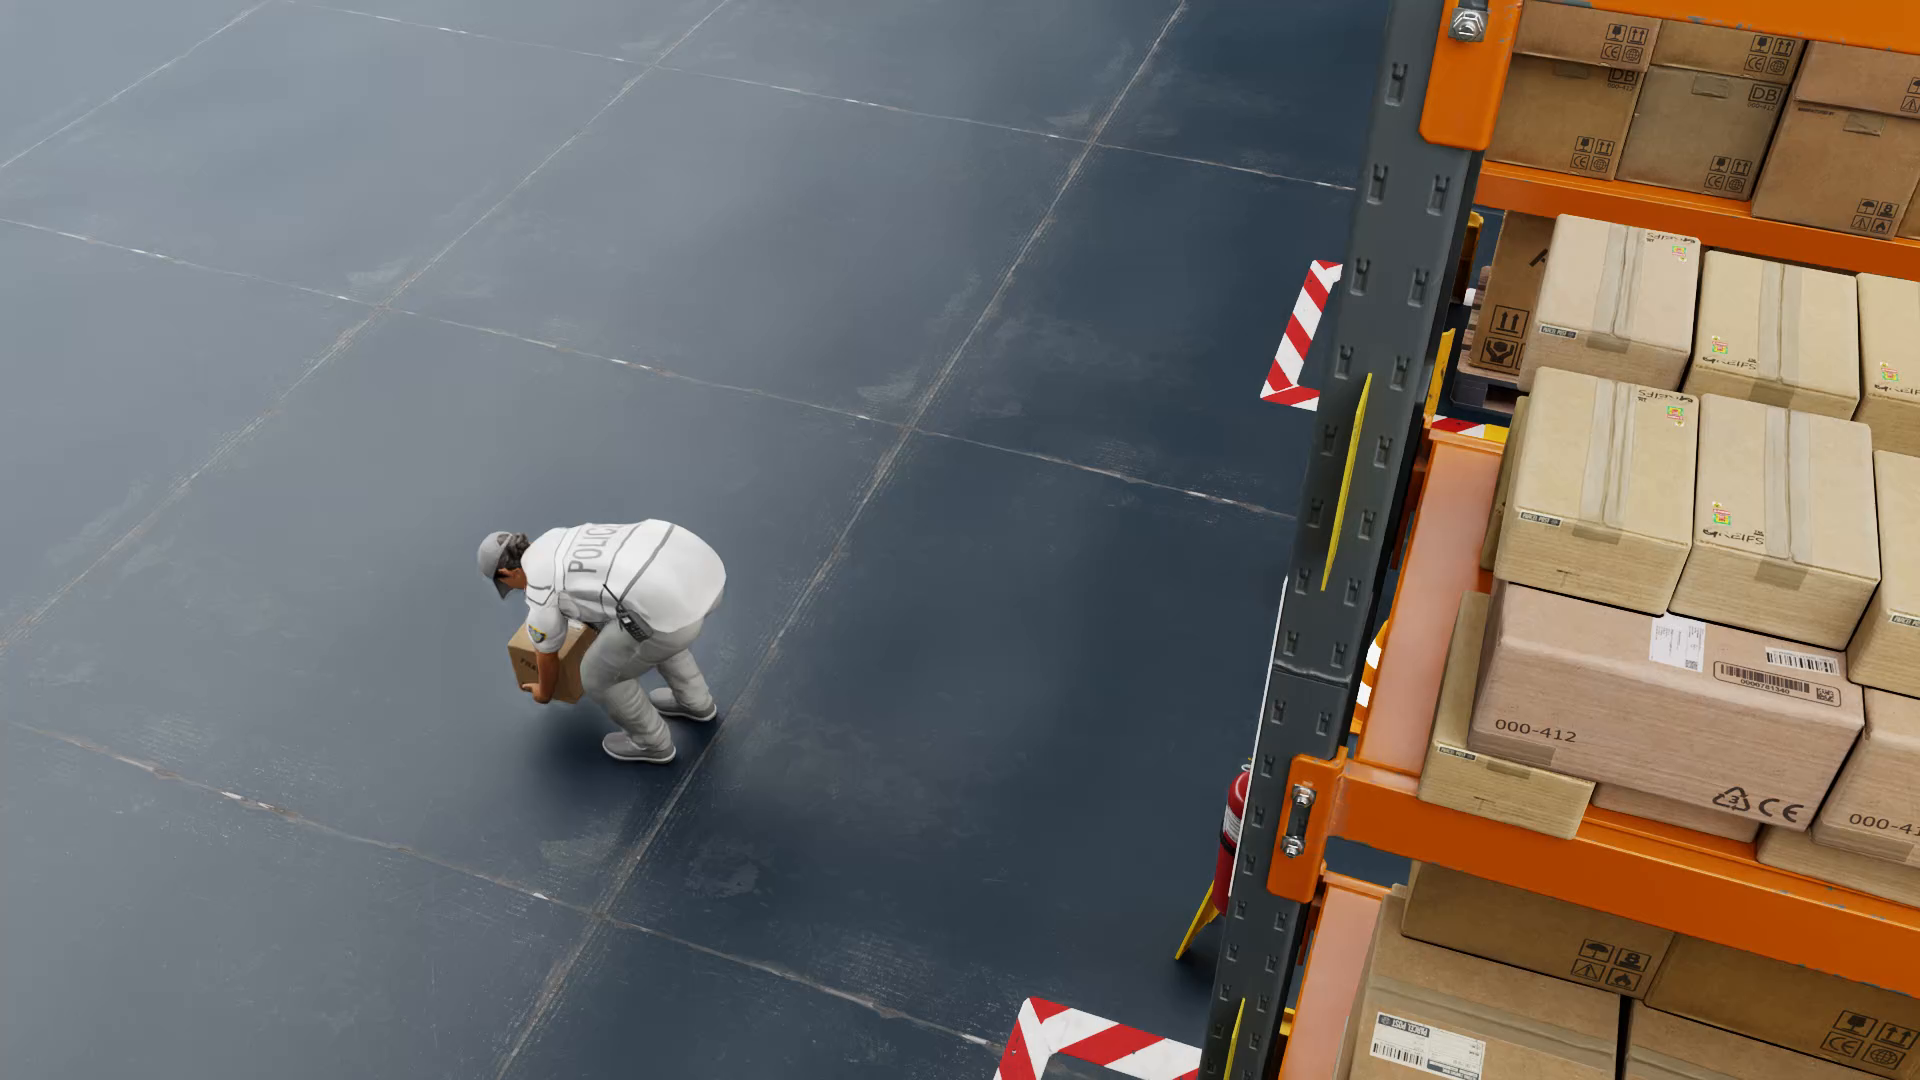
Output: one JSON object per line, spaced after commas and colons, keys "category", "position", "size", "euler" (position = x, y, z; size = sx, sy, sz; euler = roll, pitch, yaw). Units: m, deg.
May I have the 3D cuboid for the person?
{"category": "person", "position": [-1.325, 0.347, 6.260], "size": [0.949, 1.014, 0.484], "euler": [12, 43, 13]}
